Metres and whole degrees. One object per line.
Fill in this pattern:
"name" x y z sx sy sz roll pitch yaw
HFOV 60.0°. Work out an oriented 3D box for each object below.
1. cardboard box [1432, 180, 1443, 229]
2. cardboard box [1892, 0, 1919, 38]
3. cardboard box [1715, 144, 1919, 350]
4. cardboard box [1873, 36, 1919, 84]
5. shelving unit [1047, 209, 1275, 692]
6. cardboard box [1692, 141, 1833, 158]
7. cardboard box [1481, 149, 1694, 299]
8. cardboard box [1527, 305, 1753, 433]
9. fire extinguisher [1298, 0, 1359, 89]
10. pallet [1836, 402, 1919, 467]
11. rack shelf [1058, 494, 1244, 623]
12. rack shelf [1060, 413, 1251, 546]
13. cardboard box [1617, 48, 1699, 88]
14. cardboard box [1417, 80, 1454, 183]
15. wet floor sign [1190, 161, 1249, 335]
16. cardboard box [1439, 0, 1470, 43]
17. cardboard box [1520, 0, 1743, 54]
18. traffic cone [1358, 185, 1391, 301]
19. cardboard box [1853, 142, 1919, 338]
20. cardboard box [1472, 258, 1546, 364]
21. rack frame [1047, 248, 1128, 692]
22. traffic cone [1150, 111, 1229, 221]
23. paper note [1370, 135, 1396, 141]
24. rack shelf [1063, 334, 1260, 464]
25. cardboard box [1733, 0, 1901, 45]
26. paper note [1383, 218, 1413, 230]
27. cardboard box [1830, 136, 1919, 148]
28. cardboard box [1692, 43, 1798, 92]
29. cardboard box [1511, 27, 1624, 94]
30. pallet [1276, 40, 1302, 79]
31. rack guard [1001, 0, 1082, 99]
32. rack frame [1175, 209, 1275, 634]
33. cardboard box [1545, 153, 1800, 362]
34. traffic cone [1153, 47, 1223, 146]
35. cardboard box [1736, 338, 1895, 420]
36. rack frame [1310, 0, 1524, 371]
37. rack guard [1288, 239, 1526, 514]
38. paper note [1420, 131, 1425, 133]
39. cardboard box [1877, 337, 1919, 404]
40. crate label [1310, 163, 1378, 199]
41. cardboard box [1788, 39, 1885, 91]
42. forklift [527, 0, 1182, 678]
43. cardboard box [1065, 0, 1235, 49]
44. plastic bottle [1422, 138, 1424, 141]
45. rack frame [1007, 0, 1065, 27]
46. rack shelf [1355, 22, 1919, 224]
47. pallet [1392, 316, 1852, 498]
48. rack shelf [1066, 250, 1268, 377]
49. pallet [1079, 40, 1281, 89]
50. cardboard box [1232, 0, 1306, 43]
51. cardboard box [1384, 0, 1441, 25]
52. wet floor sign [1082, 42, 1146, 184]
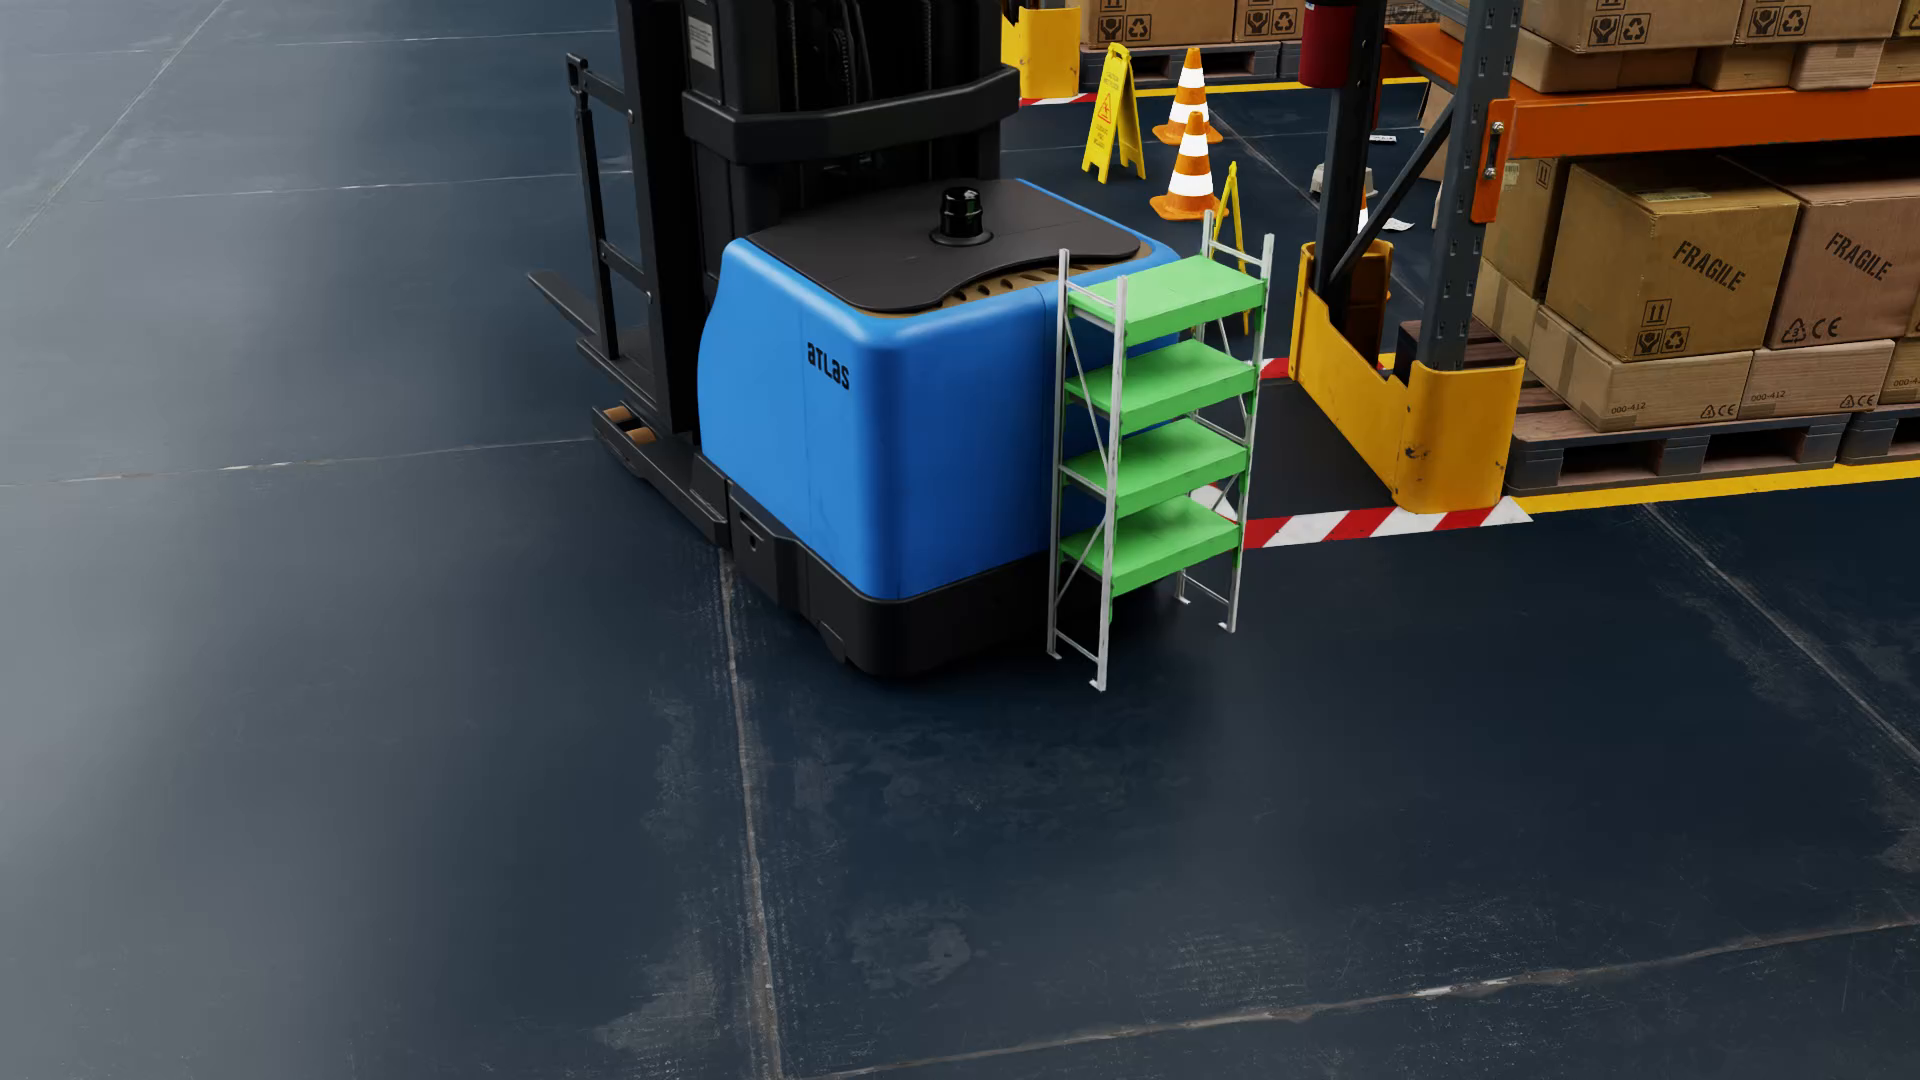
"cardboard box" 2.362 -1.569 7.772 0.250 0.149 0.380 10 32 17
"cardboard box" 2.963 -1.844 5.034 0.500 0.500 0.500 -6 31 -10
"cardboard box" 2.817 -0.978 5.513 0.500 0.500 0.500 -6 31 -11
"cardboard box" 2.836 -1.545 5.167 0.250 0.149 0.380 -5 31 -8
"shelving unit" 0.519 -0.225 4.449 0.503 1.200 0.258 -20 36 -31
"cardboard box" 2.691 -1.243 5.963 0.500 0.500 0.500 -4 31 -7
"cardboard box" 2.178 -1.193 5.879 0.500 0.500 0.500 -5 31 -9
"cardboard box" 2.281 -0.603 5.614 0.500 0.250 0.500 -6 31 -9
"fire extinguisher" 1.242 -1.857 5.526 0.183 0.674 0.296 -5 31 -9
"pallet" 3.515 -0.642 6.134 1.213 0.211 1.003 -5 31 -9
"rack shelf" 0.519 0.037 4.603 0.480 0.148 0.258 -20 36 -31
"rack shelf" 0.519 -0.170 4.481 0.480 0.148 0.258 -20 36 -31
"cardboard box" 2.055 -1.521 5.125 0.250 0.149 0.380 -5 31 -8
"cardboard box" 2.709 -2.018 8.185 0.797 0.503 0.637 23 37 33
"wet floor sign" 1.058 -1.173 6.608 0.232 0.644 0.267 5 31 8
"cardboard box" 1.767 -1.704 5.436 0.250 0.149 0.380 -4 31 -7
"cardboard box" 1.953 -1.748 4.871 0.500 0.500 0.500 -6 31 -10
"traffic cone" 1.628 -1.260 6.937 0.334 0.463 0.336 -5 31 -9
"cardboard box" 3.312 -1.020 5.584 0.500 0.500 0.500 -5 31 -8
"cardboard box" 2.208 -0.877 6.081 0.500 0.250 0.500 -5 31 -9
"rack frame" 0.322 -0.152 4.325 0.015 1.200 0.240 -20 36 -31
"traffic cone" 1.094 -1.783 7.825 0.334 0.463 0.336 -5 31 -9
"paper note" 2.254 -2.142 8.865 0.142 0.017 0.144 5 31 8
"rack shelf" 0.519 -0.377 4.360 0.480 0.148 0.258 -20 36 -31
"cardboard box" 2.462 -1.796 4.954 0.500 0.500 0.500 -4 31 -7
"paper note" 2.009 -1.470 7.720 0.142 0.019 0.148 -17 34 -26
"cardboard box" 3.189 -1.285 6.035 0.500 0.500 0.500 -6 31 -10
"cardboard box" 2.330 -1.505 5.098 0.250 0.149 0.380 -6 31 -11
"cardboard box" 1.809 -1.491 5.074 0.250 0.149 0.380 -5 31 -9
"pallet" 2.416 -3.150 10.398 1.213 0.211 1.003 -5 31 -9
"rack guard" 0.423 -3.050 9.944 0.348 0.500 1.175 -5 31 -9
"rack frame" 0.716 -0.298 4.573 0.015 1.200 0.240 -20 36 -31
"cardboard box" 2.304 -0.929 5.428 0.500 0.500 0.500 -6 31 -11
"traffic cone" 1.225 -2.377 8.836 0.334 0.463 0.336 -5 31 -9
"cardboard box" 2.784 -0.646 5.687 0.500 0.250 0.500 -4 31 -7
"rack frame" 1.437 -1.671 5.133 0.127 3.000 1.000 -5 31 -9
"rack guard" 1.512 -0.601 5.778 0.348 0.500 1.175 -5 31 -9
"paper note" 2.549 -2.202 8.984 0.123 0.001 0.032 10 32 17
"cardboard box" 3.319 -0.702 5.783 0.500 0.250 0.500 -3 31 -6
"crate label" 1.856 -1.745 8.082 0.298 0.136 0.250 -23 38 -34
"cardboard box" 2.588 -1.505 5.098 0.250 0.149 0.380 -5 31 -8
"forklift" -0.612 -1.595 5.071 1.130 2.935 3.031 -19 35 -28
"cardboard box" 1.102 -3.490 9.908 0.875 0.875 0.875 -5 31 -9
"plastic bottle" 2.586 -2.103 8.766 0.283 0.061 0.133 -17 34 -26
"rack frame" 0.446 -4.130 9.315 0.127 3.000 1.000 -5 31 -9
"rack shelf" 3.405 -1.544 5.626 4.000 0.370 1.077 -5 31 -9
"pallet" 2.318 -0.533 5.948 1.213 0.211 1.003 -5 31 -9
"rack shelf" 0.519 -0.584 4.238 0.480 0.148 0.258 -20 36 -31
"pallet" 1.219 -3.040 10.212 1.213 0.211 1.003 -5 31 -9
"cardboard box" 1.967 -3.571 10.046 0.875 0.875 0.875 -6 31 -10
"cardboard box" 2.864 -3.654 10.186 0.875 0.875 0.875 -5 31 -9
"wet floor sign" 0.775 -2.125 8.228 0.232 0.644 0.267 -11 32 -17
